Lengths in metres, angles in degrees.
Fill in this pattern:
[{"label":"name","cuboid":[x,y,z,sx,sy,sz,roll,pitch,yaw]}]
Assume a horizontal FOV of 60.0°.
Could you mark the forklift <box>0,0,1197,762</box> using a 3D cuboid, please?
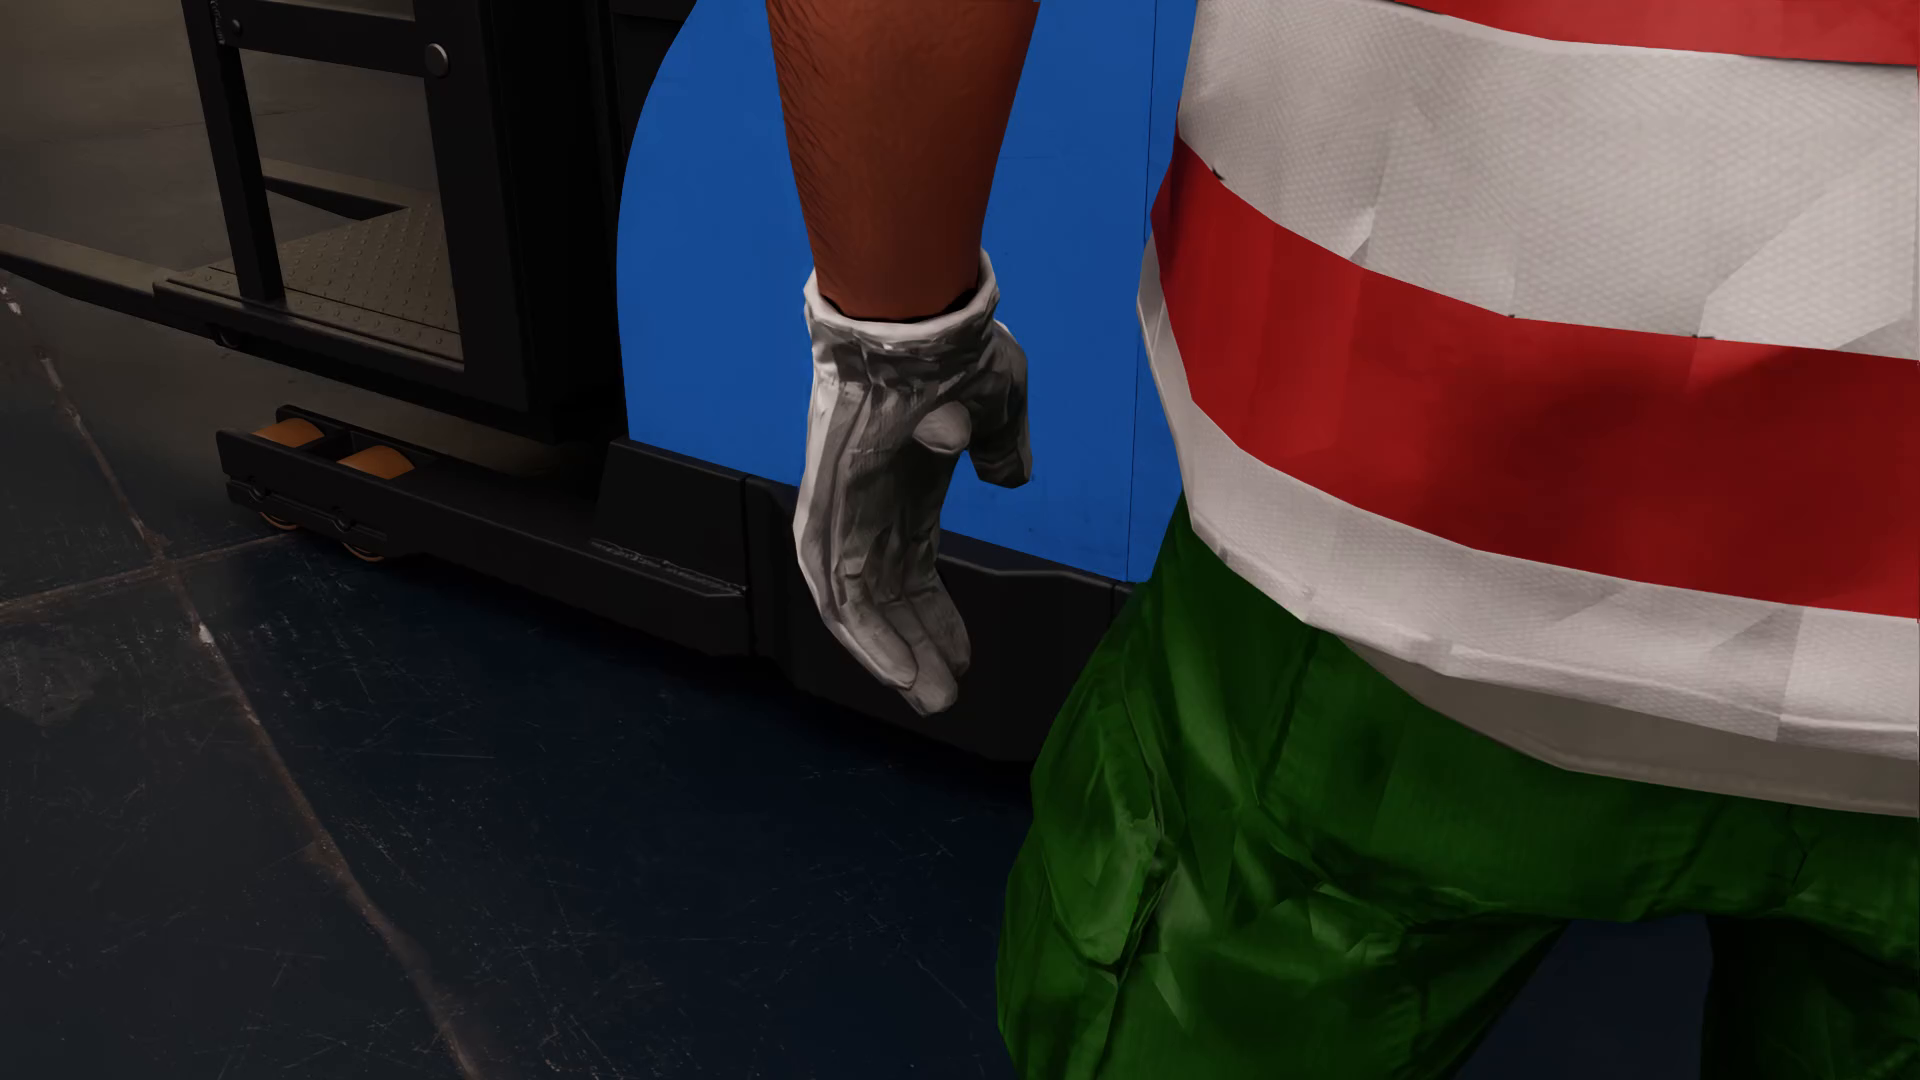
[{"label":"forklift","cuboid":[-0.511,-1.459,2.139,3.031,2.935,1.130,16,31,29]}]
